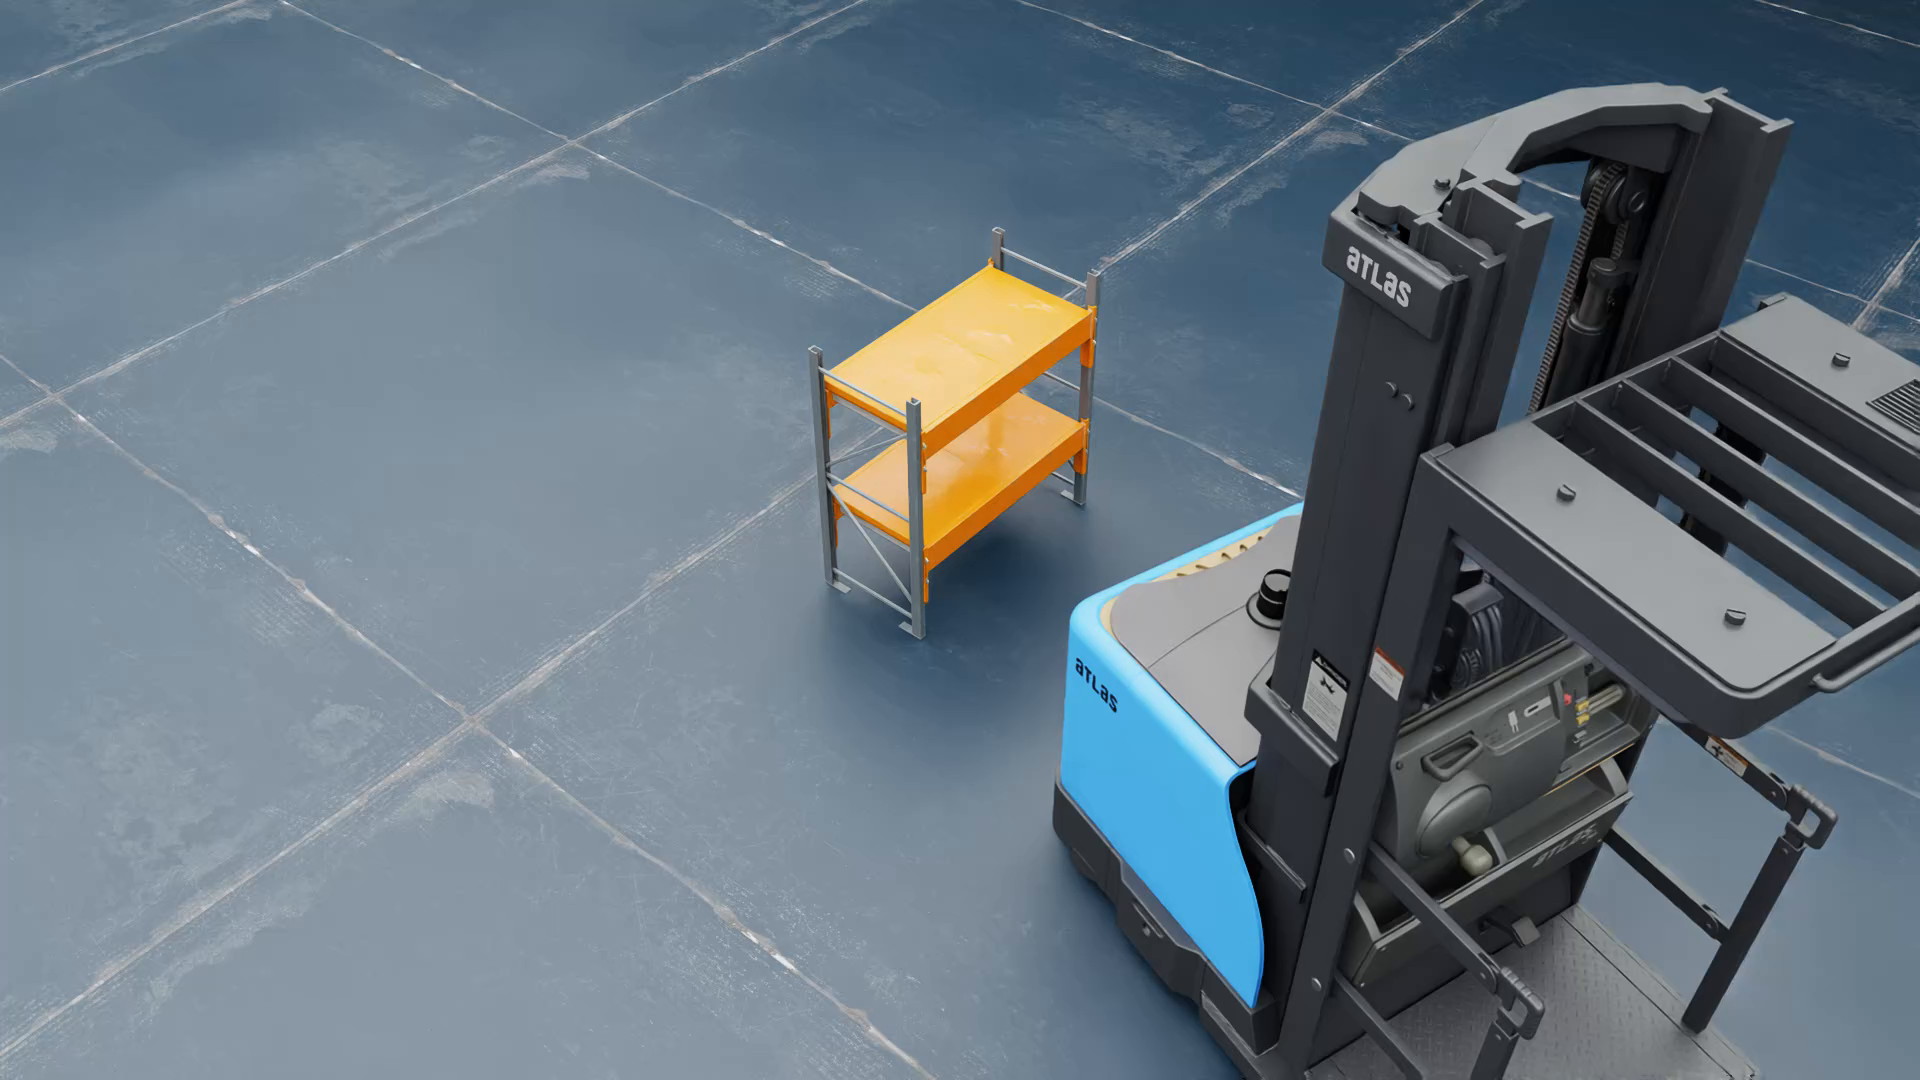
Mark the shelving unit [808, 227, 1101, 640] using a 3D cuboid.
[{"bbox_3d":[-0.004,-0.413,6.368,0.538,1.125,1.048,29,50,28],"label":"shelving unit"}]

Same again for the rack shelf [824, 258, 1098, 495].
[{"bbox_3d":[-0.004,-0.629,6.171,0.538,0.278,1.000,29,50,28],"label":"rack shelf"}]

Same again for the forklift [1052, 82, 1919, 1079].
[{"bbox_3d":[1.515,0.577,3.937,1.130,2.935,3.031,-23,47,-23],"label":"forklift"}]

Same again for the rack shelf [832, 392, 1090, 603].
[{"bbox_3d":[-0.004,-0.232,6.532,0.538,0.278,1.000,29,50,28],"label":"rack shelf"}]

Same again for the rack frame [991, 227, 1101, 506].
[{"bbox_3d":[0.323,-0.674,6.656,0.500,1.125,0.032,29,50,28],"label":"rack frame"}]

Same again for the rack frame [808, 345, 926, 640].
[{"bbox_3d":[-0.332,-0.151,6.080,0.500,1.125,0.032,29,50,28],"label":"rack frame"}]
